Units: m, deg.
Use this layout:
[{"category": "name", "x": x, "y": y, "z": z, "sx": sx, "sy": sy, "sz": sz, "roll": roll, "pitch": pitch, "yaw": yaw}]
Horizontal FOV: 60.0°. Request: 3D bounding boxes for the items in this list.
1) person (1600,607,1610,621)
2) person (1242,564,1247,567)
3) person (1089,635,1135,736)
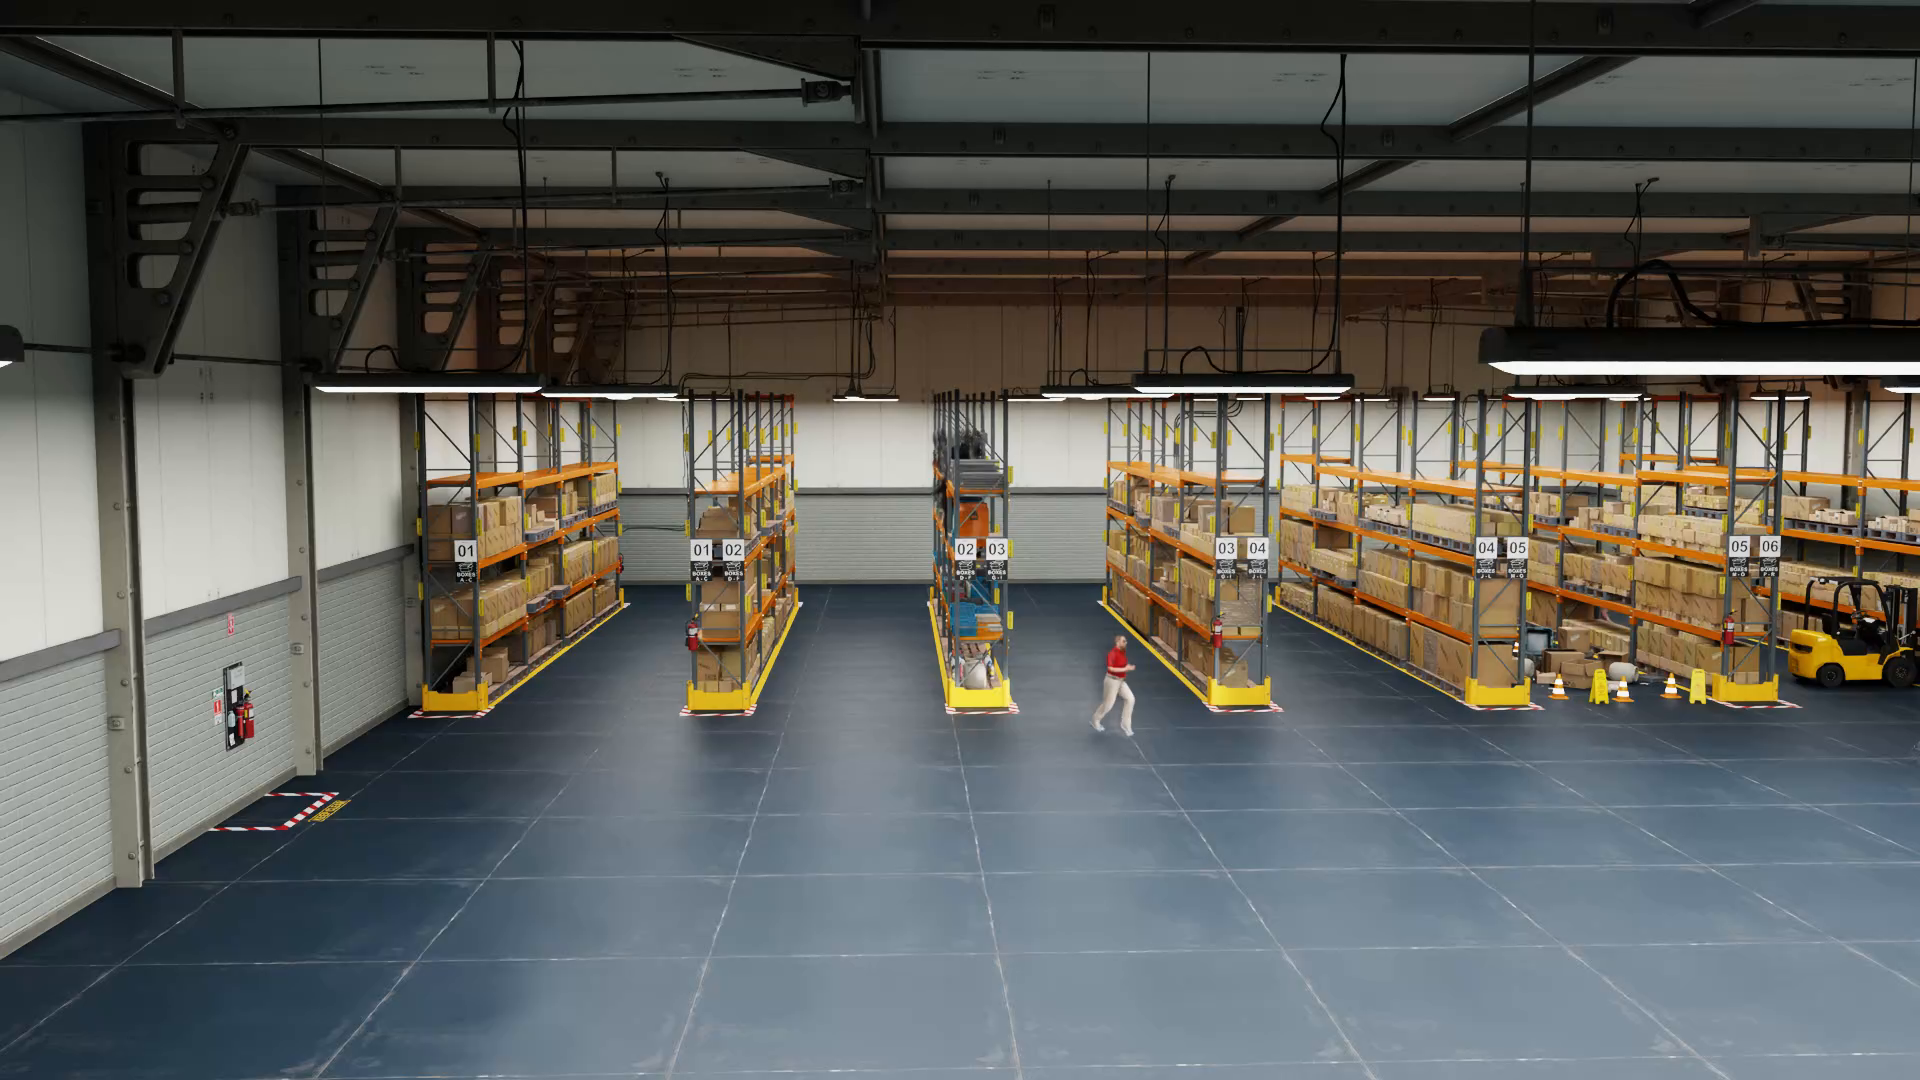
[{"category": "person", "x": 16.470, "y": 1.453, "z": 42.348, "sx": 0.588, "sy": 1.651, "sz": 0.688, "roll": 0, "pitch": 5, "yaw": -3}, {"category": "person", "x": 8.431, "y": 0.923, "z": 48.433, "sx": 0.553, "sy": 1.721, "sz": 0.740, "roll": -2, "pitch": 5, "yaw": -25}, {"category": "person", "x": 2.654, "y": 2.529, "z": 28.859, "sx": 0.884, "sy": 1.785, "sz": 0.687, "roll": 3, "pitch": 5, "yaw": 30}]
